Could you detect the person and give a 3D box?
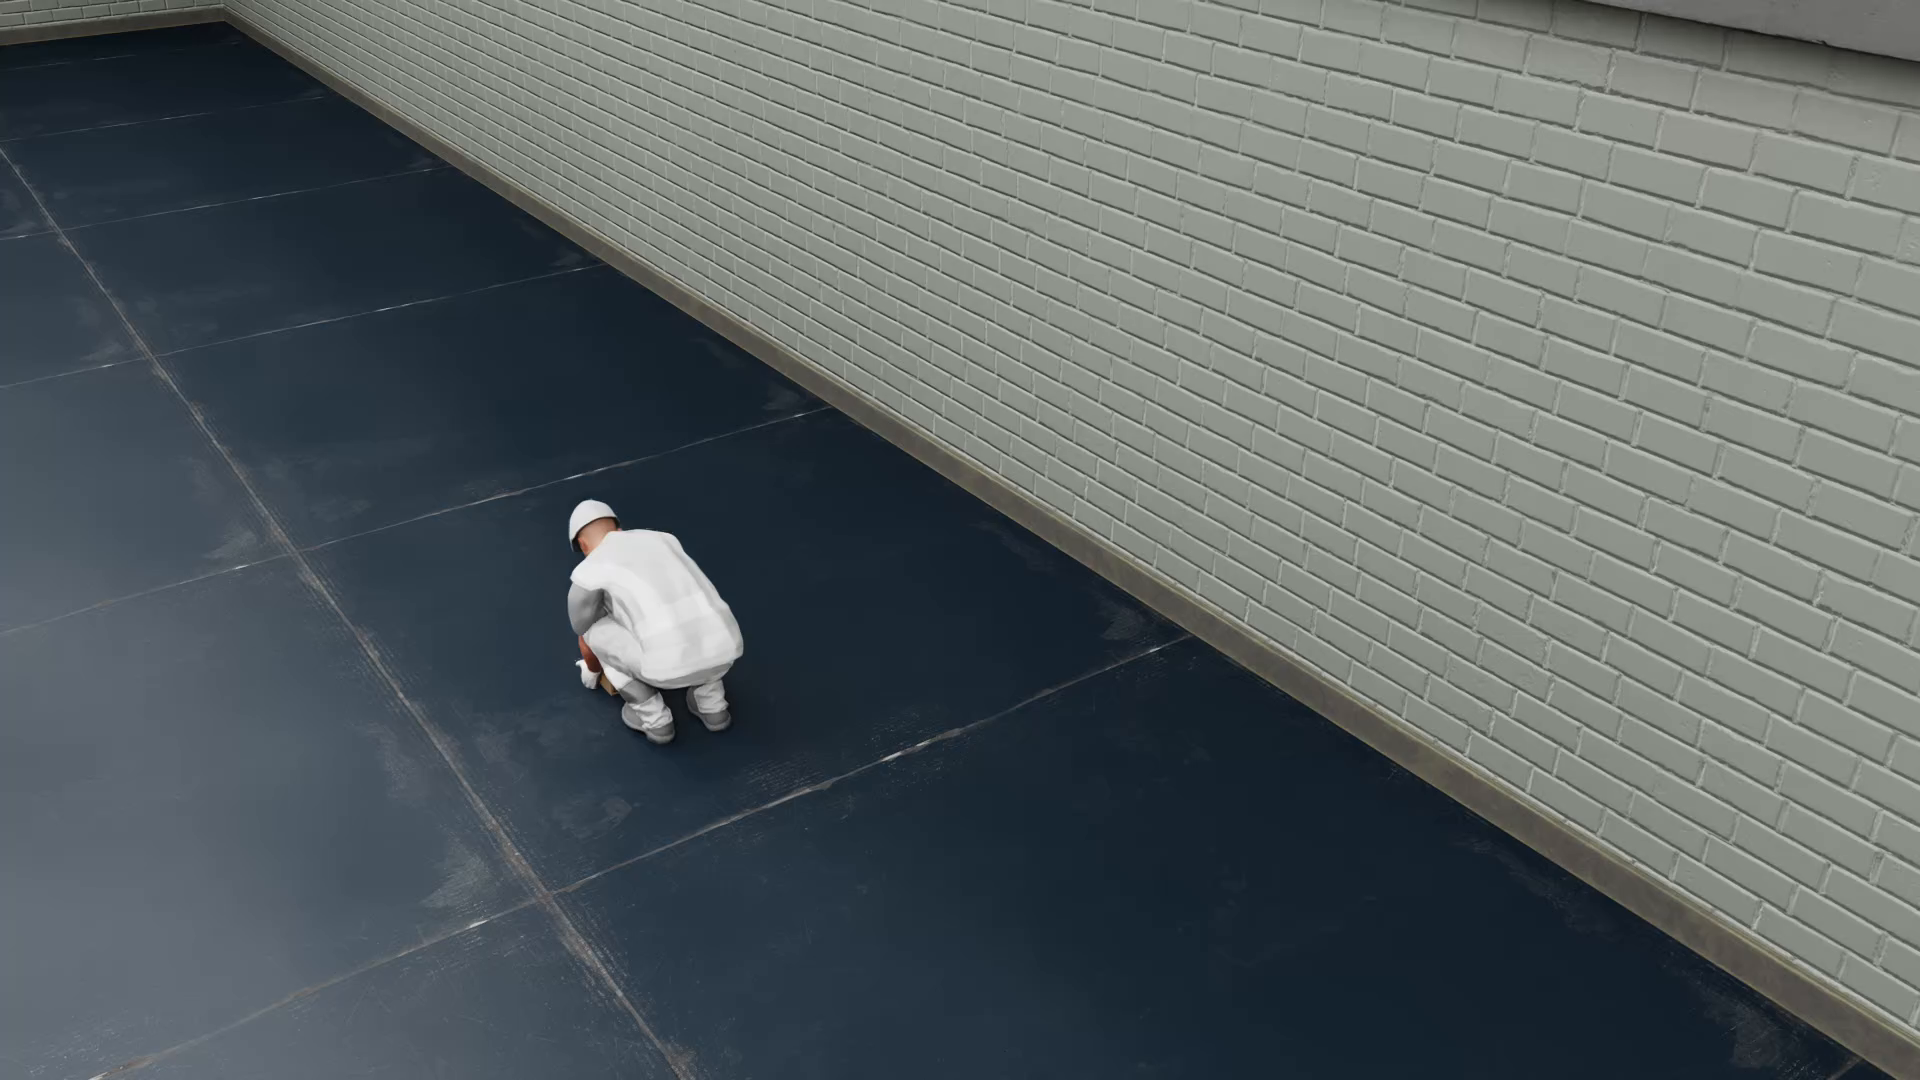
[{"bbox_3d":[-1.218,0.355,6.549,0.552,0.874,0.910,-19,34,-31],"label":"person"}]
